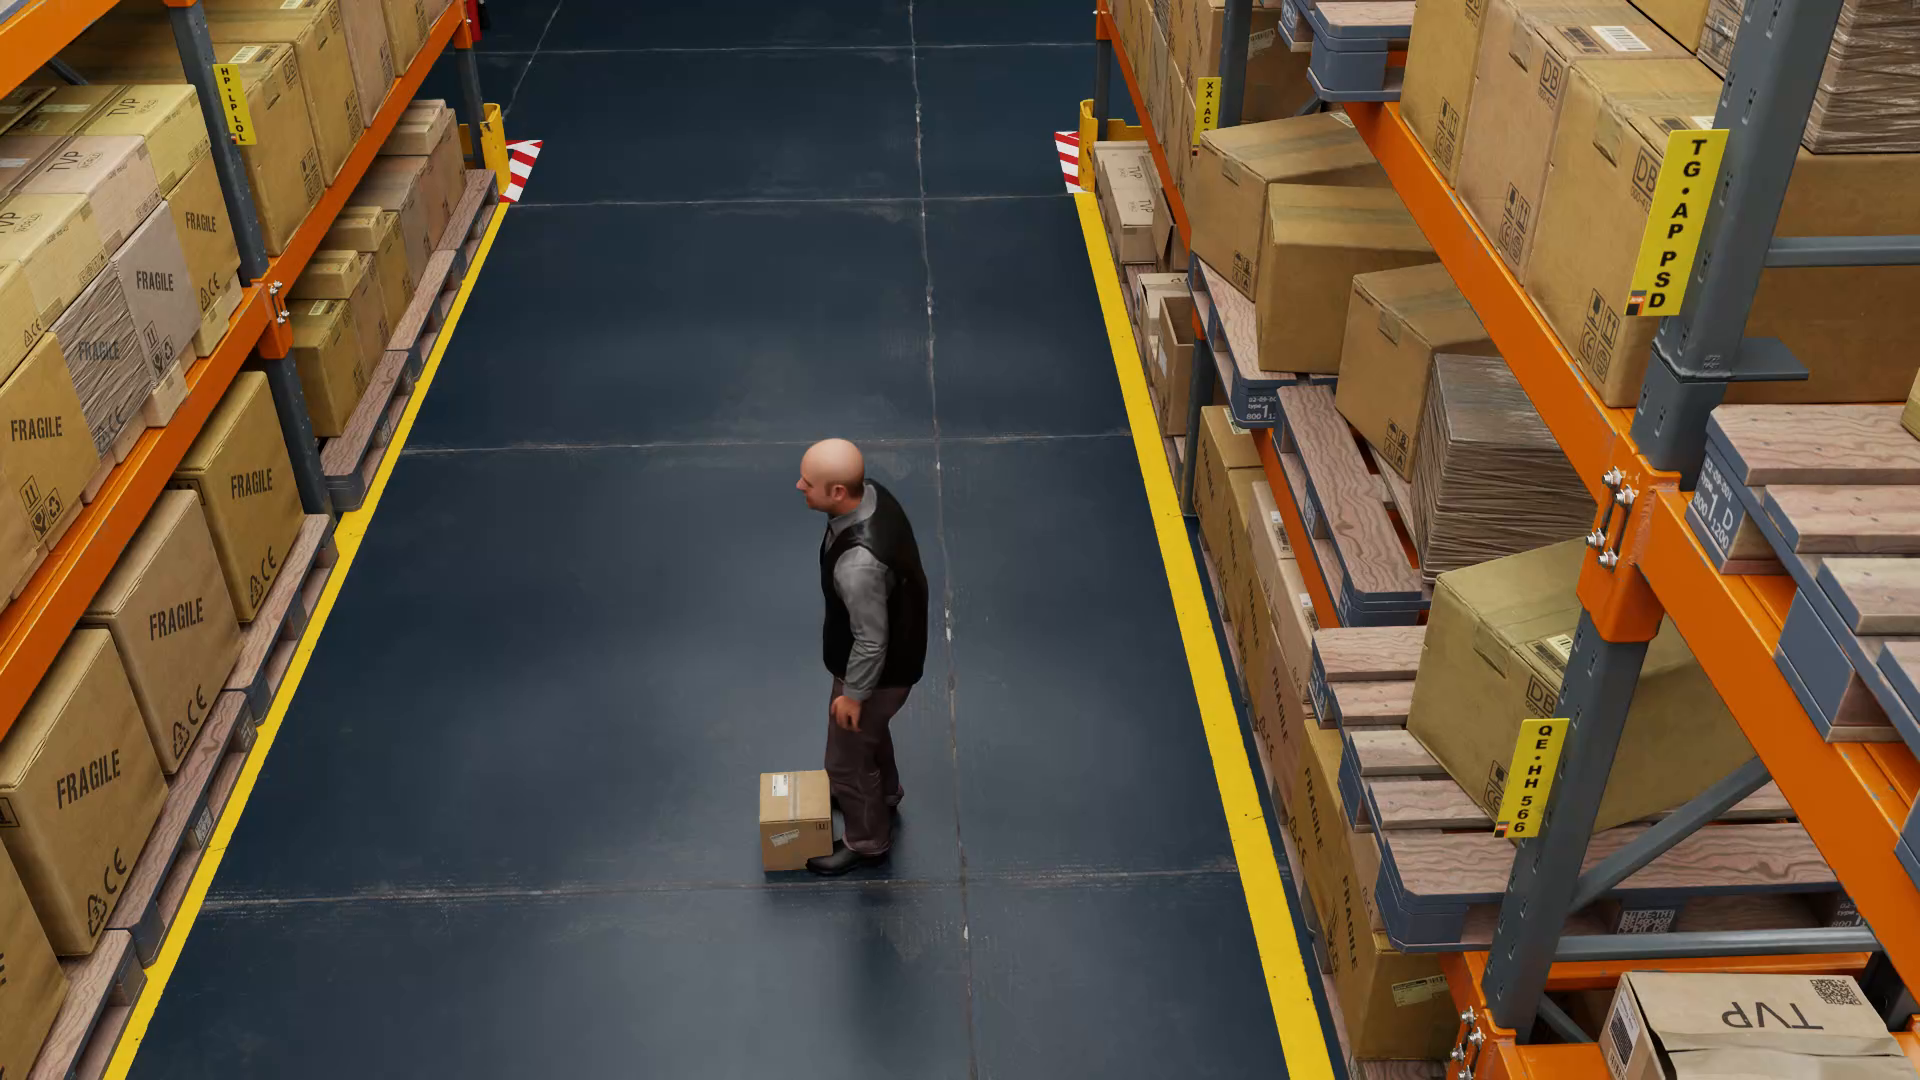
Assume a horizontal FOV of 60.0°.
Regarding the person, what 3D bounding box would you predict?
[{"bbox_3d":[-0.333,0.395,5.601,0.460,1.721,0.580,-1,35,-2],"label":"person"}]
